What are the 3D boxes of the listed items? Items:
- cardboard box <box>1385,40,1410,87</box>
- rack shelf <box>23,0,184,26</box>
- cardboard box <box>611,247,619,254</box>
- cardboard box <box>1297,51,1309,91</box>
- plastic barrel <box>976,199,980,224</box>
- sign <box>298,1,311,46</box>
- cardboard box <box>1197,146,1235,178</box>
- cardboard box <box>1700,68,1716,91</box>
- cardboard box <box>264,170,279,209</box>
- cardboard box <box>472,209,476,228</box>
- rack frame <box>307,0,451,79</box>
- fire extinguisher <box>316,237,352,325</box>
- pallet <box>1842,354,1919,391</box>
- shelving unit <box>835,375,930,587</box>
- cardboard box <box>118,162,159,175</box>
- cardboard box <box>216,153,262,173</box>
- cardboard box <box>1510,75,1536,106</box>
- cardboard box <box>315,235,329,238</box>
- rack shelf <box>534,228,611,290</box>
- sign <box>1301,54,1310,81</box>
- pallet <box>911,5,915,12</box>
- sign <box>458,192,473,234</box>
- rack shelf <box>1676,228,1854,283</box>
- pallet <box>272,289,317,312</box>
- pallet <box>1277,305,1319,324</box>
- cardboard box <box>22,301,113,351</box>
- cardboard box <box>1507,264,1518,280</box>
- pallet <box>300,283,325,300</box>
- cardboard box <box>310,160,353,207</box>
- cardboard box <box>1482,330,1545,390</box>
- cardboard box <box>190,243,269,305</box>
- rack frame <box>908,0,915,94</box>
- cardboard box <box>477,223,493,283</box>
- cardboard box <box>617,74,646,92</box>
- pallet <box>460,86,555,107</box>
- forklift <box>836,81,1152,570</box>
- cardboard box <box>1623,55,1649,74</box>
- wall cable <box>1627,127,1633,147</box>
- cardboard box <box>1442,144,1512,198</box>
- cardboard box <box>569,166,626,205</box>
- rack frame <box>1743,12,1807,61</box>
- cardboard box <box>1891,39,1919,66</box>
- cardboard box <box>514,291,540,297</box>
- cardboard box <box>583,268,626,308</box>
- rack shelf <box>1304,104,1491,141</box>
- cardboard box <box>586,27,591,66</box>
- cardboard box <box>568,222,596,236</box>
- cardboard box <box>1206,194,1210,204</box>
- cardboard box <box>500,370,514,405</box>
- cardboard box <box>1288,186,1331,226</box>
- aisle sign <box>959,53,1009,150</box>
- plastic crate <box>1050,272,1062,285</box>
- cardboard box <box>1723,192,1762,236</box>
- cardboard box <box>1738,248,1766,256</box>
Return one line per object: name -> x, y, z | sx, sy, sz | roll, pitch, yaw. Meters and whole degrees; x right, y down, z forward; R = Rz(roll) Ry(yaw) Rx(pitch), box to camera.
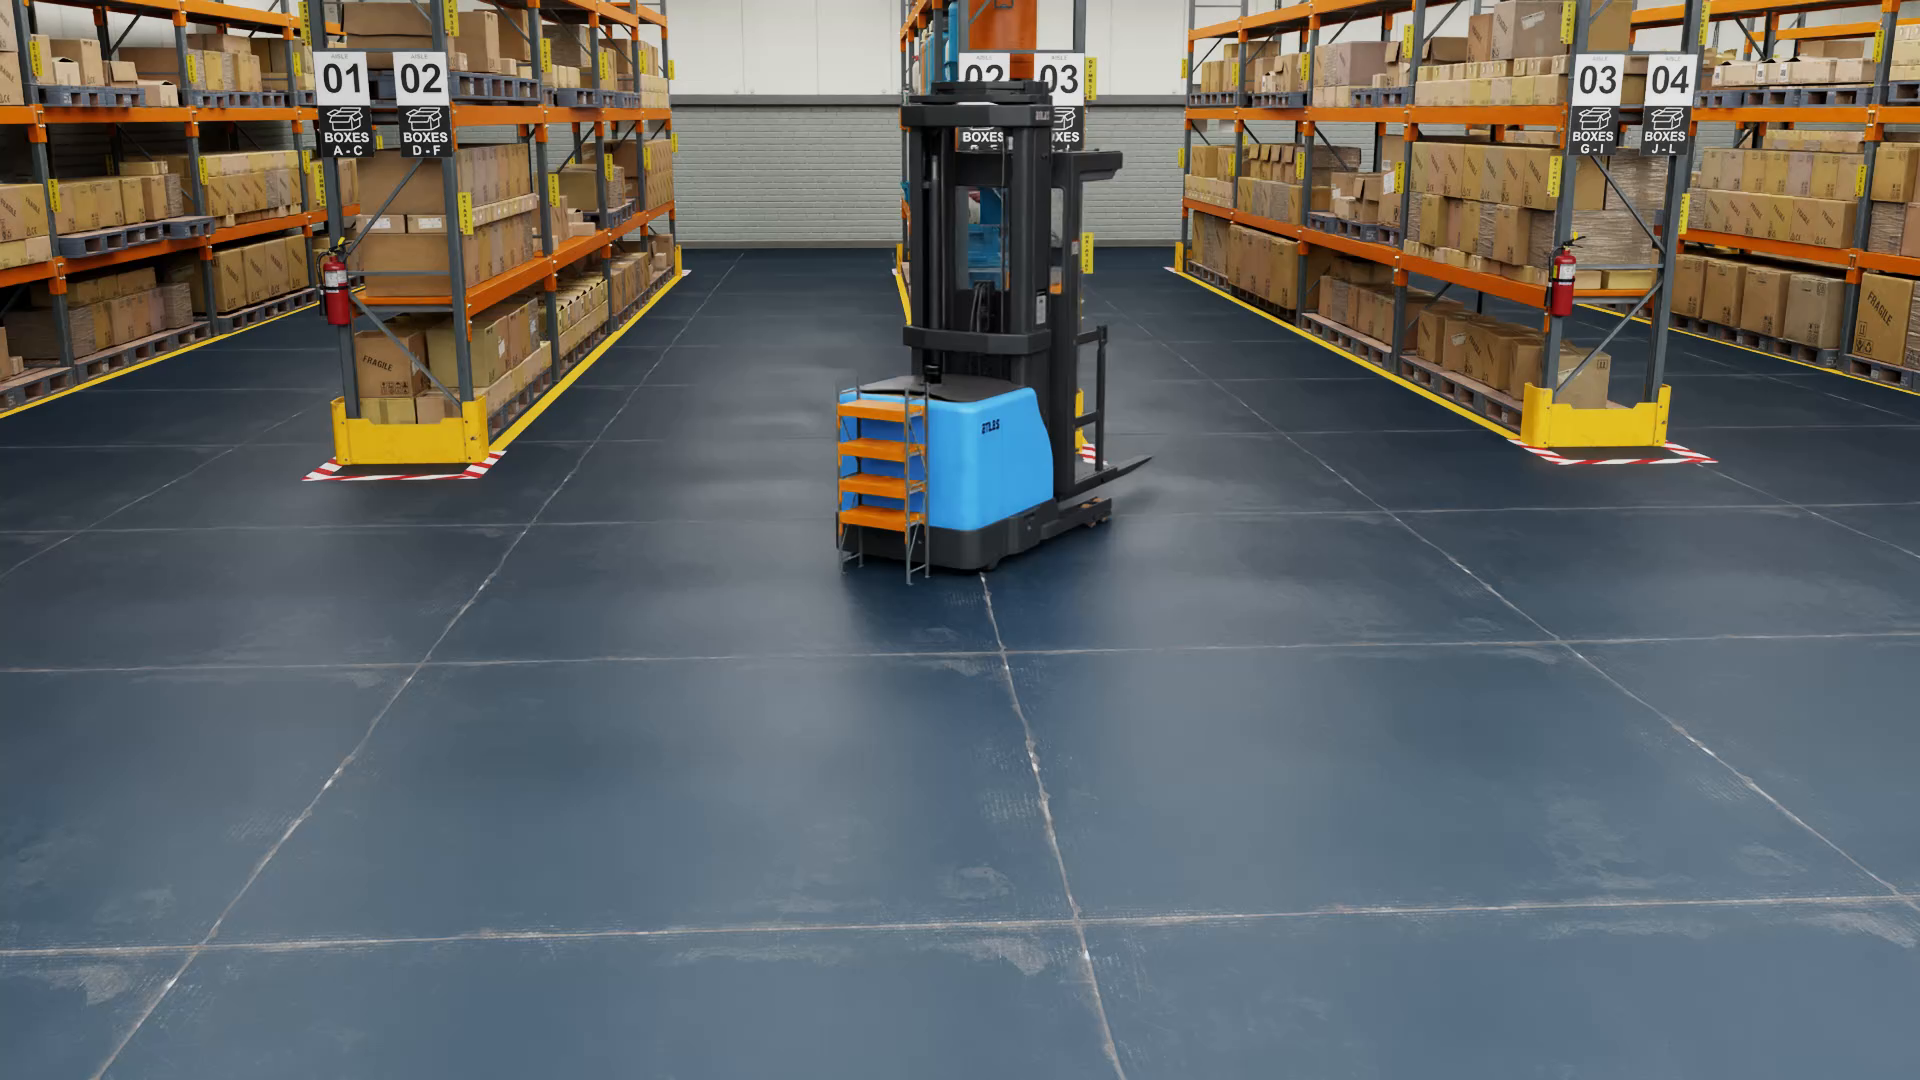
cardboard box -> 5.189, -5.321, 18.617 | 0.797, 0.503, 0.637 | 0, 14, -1
rack shelf -> -9.777, -5.893, 18.118 | 1.077, 0.370, 4.000 | -1, 14, -3
cardboard box -> -5.523, -4.239, 25.617 | 0.500, 0.500, 0.500 | -1, 14, -3
cardboard box -> 4.821, -6.113, 21.697 | 0.797, 0.503, 0.637 | 0, 14, 0
plastic barrel -> 0.395, -3.493, 18.309 | 0.433, 0.535, 0.433 | 0, 14, 0
sign -> -5.004, -3.953, 12.734 | 0.100, 0.325, 0.005 | -1, 14, -3
cardboard box -> 4.264, -6.304, 27.708 | 0.500, 0.500, 0.500 | -1, 14, -5
cardboard box -> 9.598, -5.947, 21.902 | 0.500, 0.500, 0.500 | -1, 14, -3
cardboard box -> -9.804, -4.862, 23.064 | 0.500, 0.500, 0.500 | -1, 14, -3
cardboard box -> -4.304, -2.706, 14.023 | 0.380, 0.149, 0.250 | -1, 14, -3
rack frame -> -4.461, -5.021, 12.480 | 1.000, 3.000, 0.127 | -1, 14, -3
fire extinguisher -> -4.918, -2.041, 13.095 | 0.296, 0.674, 0.183 | -1, 14, -3
pallet -> 10.104, -1.773, 17.492 | 1.003, 0.211, 1.213 | -1, 14, -3
shelving unit -> -0.463, -0.360, 10.017 | 0.503, 1.200, 0.258 | 8, 17, 29
cardboard box -> -9.815, -4.438, 19.870 | 0.380, 0.149, 0.250 | -3, 15, -13
cardboard box -> -9.779, -5.094, 22.464 | 0.500, 0.250, 0.500 | -1, 14, -5
cardboard box -> 5.109, -3.887, 14.396 | 0.500, 0.250, 0.500 | -1, 14, -3
cardboard box -> -9.964, -4.735, 26.280 | 0.380, 0.149, 0.250 | -1, 14, -5
rack shelf -> -4.833, -3.259, 19.117 | 1.077, 0.370, 4.000 | -1, 14, -3
sign -> 4.376, -5.992, 21.078 | 0.100, 0.325, 0.005 | -1, 14, -3
pallet -> -0.179, -7.590, 23.648 | 1.003, 0.211, 1.213 | -1, 14, -3
sign -> -3.907, -2.580, 13.137 | 0.100, 0.325, 0.005 | -1, 14, -3
rack shelf -> 10.011, -3.462, 19.907 | 1.077, 0.370, 4.000 | -1, 14, -3
pallet -> -10.026, -3.481, 24.132 | 1.003, 0.211, 1.213 | -1, 14, -3
pallet -> 4.957, -3.104, 22.665 | 1.003, 0.211, 1.213 | -1, 14, -3
cardboard box -> -9.797, -2.346, 18.257 | 0.700, 0.500, 0.500 | -1, 14, -5
cardboard box -> 5.121, -2.399, 14.836 | 0.380, 0.149, 0.250 | -1, 14, -3
pallet -> -10.118, -3.862, 25.613 | 1.003, 0.211, 1.213 | -1, 14, -3
cardboard box -> -10.261, -5.665, 26.422 | 0.980, 0.700, 0.700 | -2, 15, -6
cardboard box -> 5.313, -1.720, 15.864 | 0.500, 0.500, 0.500 | 0, 14, 2
cardboard box -> -9.863, -3.593, 22.441 | 0.750, 0.750, 0.750 | -1, 14, -4
rack frame -> -0.261, -8.081, 24.373 | 1.000, 3.000, 0.127 | -1, 14, -3
cardboard box -> -4.540, -2.534, 14.655 | 0.700, 0.500, 0.500 | -1, 14, -3
cardboard box -> -4.987, -6.847, 24.894 | 0.500, 0.250, 0.500 | -1, 14, -3
pallet -> -4.777, -4.689, 17.596 | 0.805, 0.209, 1.217 | -1, 15, -6
forklift -> 0.396, -1.553, 11.181 | 1.130, 2.935, 3.031 | 8, 17, 29
cardboard box -> 5.640, -3.912, 13.694 | 0.380, 0.149, 0.250 | -1, 14, -4
wall cable -> 13.953, -8.309, 35.197 | 0.585, 1.953, 0.123 | -1, 14, -3
cardboard box -> 5.015, -3.574, 16.094 | 0.500, 0.500, 0.500 | -1, 14, -3
cardboard box -> -5.034, -4.913, 23.058 | 0.700, 0.500, 0.500 | -5, 15, -18
rack frame -> 14.326, -9.305, 29.131 | 1.000, 3.000, 0.127 | -1, 14, -3
cardboard box -> 9.886, -4.963, 16.938 | 0.500, 0.250, 0.500 | -1, 14, -3
cardboard box -> -5.115, -2.728, 19.160 | 0.500, 0.311, 0.500 | -1, 14, -4
cardboard box -> -4.738, -3.355, 22.180 | 0.500, 0.500, 0.500 | -1, 14, -5
rack shelf -> 5.054, -4.864, 19.334 | 1.077, 0.370, 4.000 | -1, 14, -3
cardboard box -> -5.009, -6.326, 21.365 | 0.500, 0.500, 0.500 | -1, 14, -3
cardboard box -> -4.625, -3.764, 20.139 | 0.380, 0.149, 0.250 | -1, 14, -3
cardboard box -> 4.242, -5.584, 27.212 | 0.380, 0.149, 0.250 | -1, 14, -3
cardboard box -> -4.338, -1.372, 15.016 | 0.500, 0.250, 0.500 | -1, 14, -3
cardboard box -> 4.653, -4.424, 22.001 | 0.500, 0.500, 0.500 | 0, 14, -2
aisle sign -> 0.191, -3.427, 13.110 | 0.394, 0.787, 0.004 | -1, 14, -3
plastic crate -> 0.748, -2.291, 14.438 | 0.298, 0.136, 0.250 | -1, 14, -3
cardboard box -> 9.711, -3.989, 20.310 | 0.500, 0.500, 0.500 | -1, 14, -3
cardboard box -> 14.467, -5.199, 29.513 | 0.875, 0.438, 0.875 | -1, 14, -5
